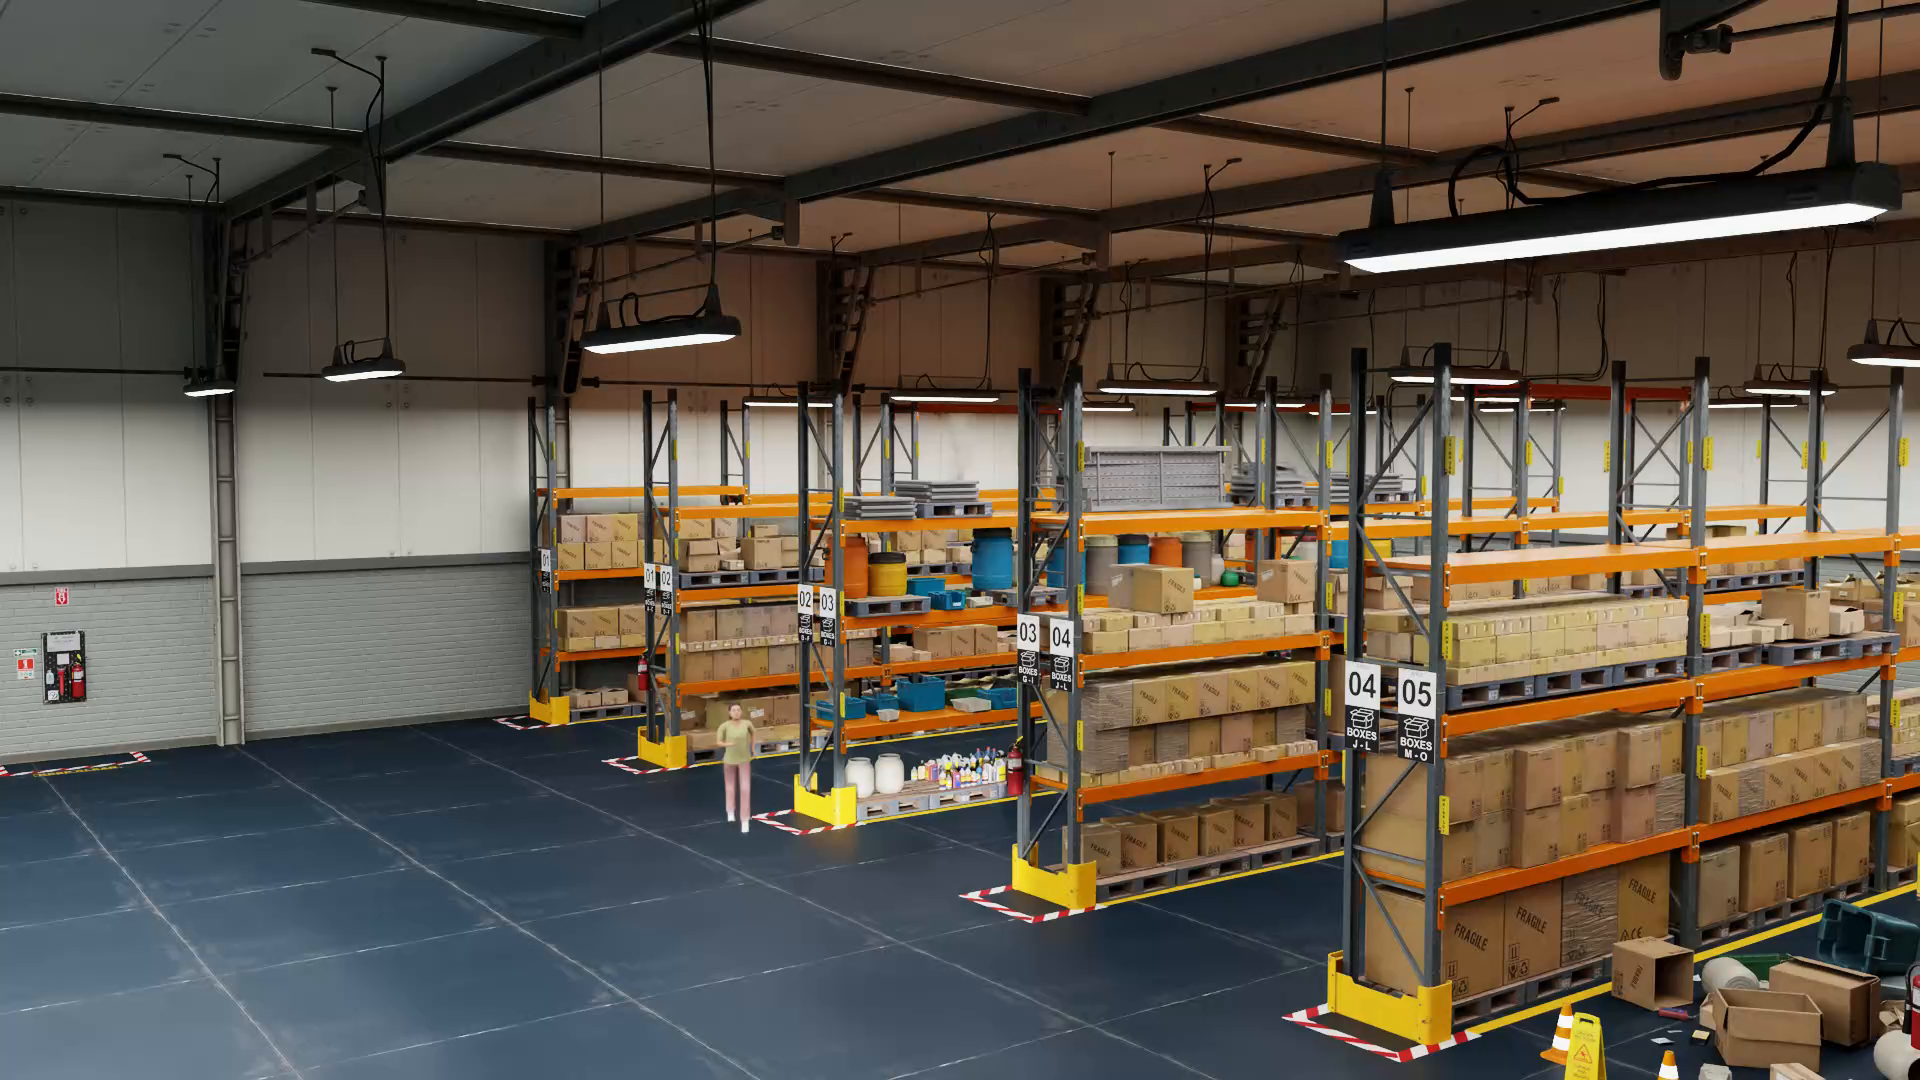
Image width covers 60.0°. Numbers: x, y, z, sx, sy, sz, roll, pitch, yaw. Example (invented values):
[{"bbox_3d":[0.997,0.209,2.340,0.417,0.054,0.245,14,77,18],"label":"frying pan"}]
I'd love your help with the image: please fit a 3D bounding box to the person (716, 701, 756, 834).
[{"bbox_3d":[-2.989,3.006,22.225,0.550,1.719,0.803,-1,3,-12],"label":"person"}]
